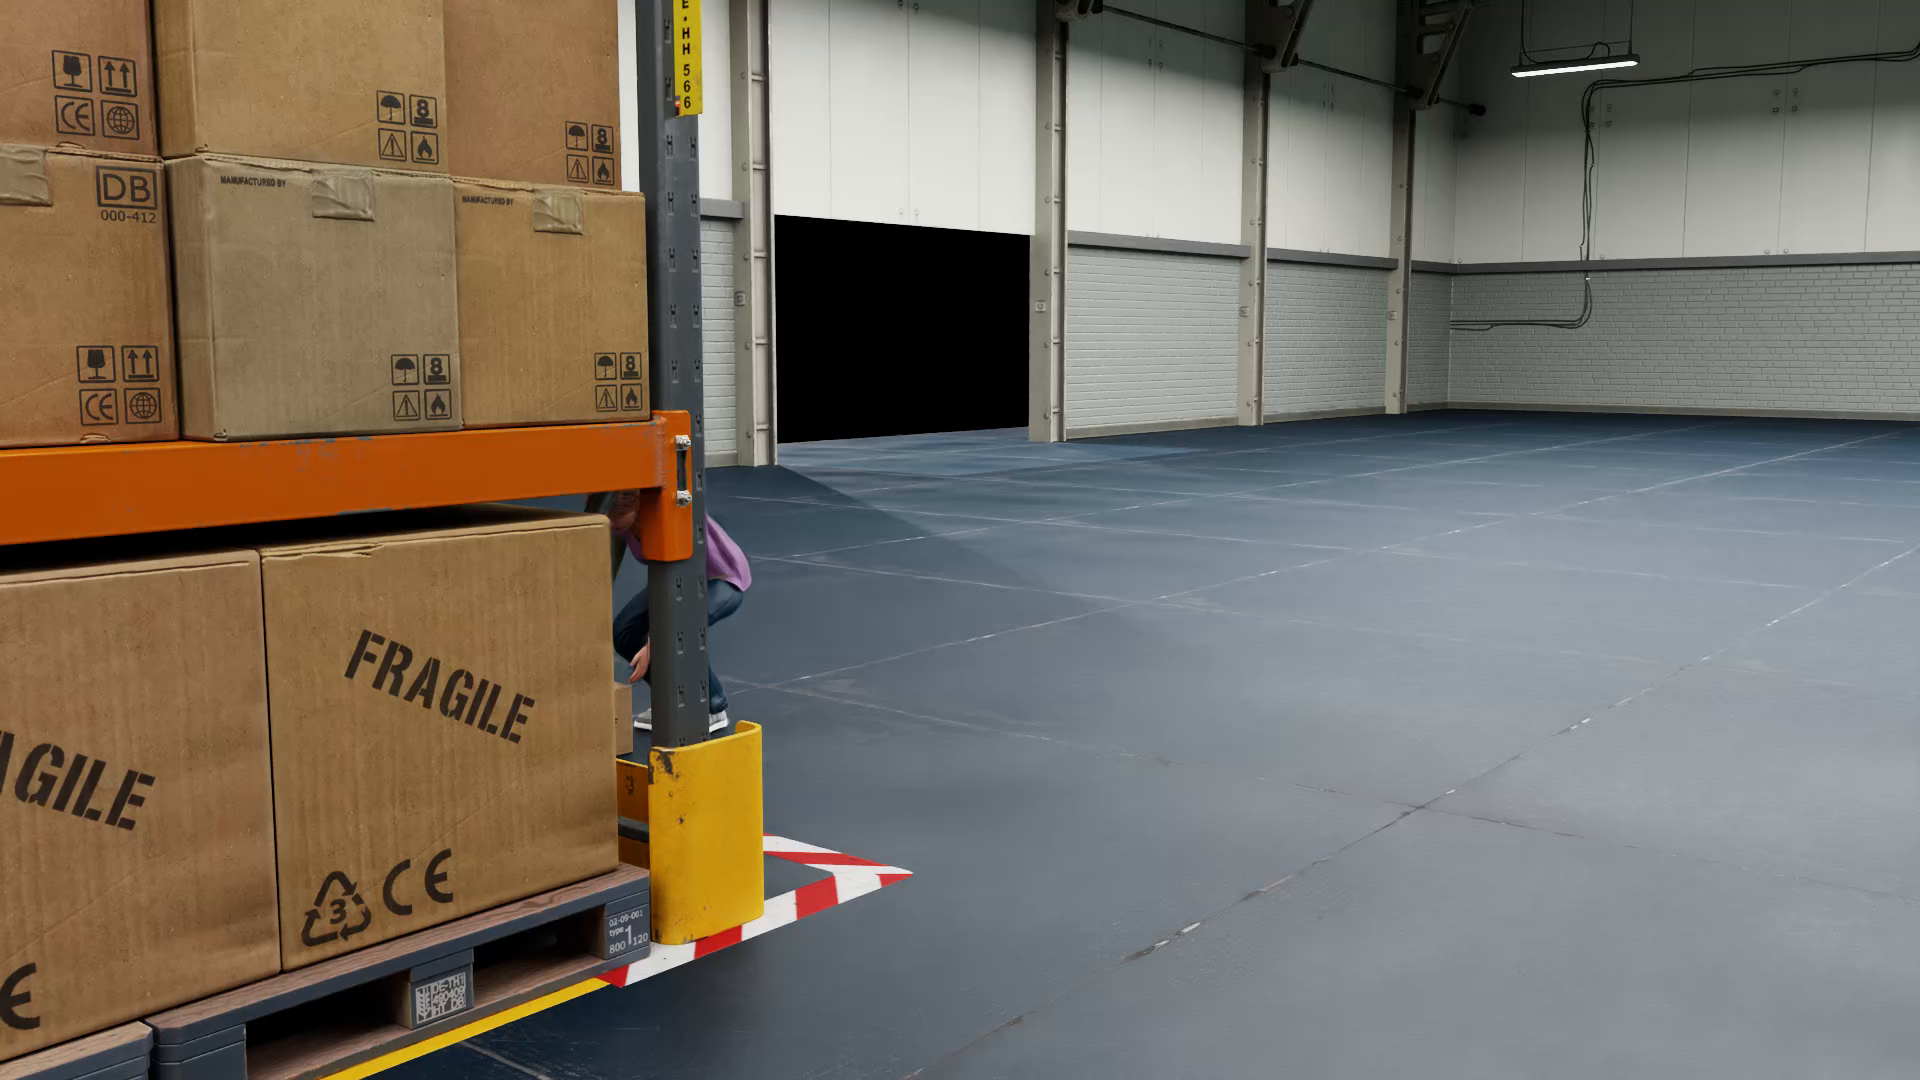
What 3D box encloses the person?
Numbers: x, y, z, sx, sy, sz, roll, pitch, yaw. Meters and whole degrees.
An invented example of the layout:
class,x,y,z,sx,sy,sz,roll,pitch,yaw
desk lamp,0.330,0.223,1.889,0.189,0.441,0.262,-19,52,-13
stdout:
class,x,y,z,sx,sy,sz,roll,pitch,yaw
person,-1.100,0.226,6.297,0.458,1.048,0.762,5,9,38
